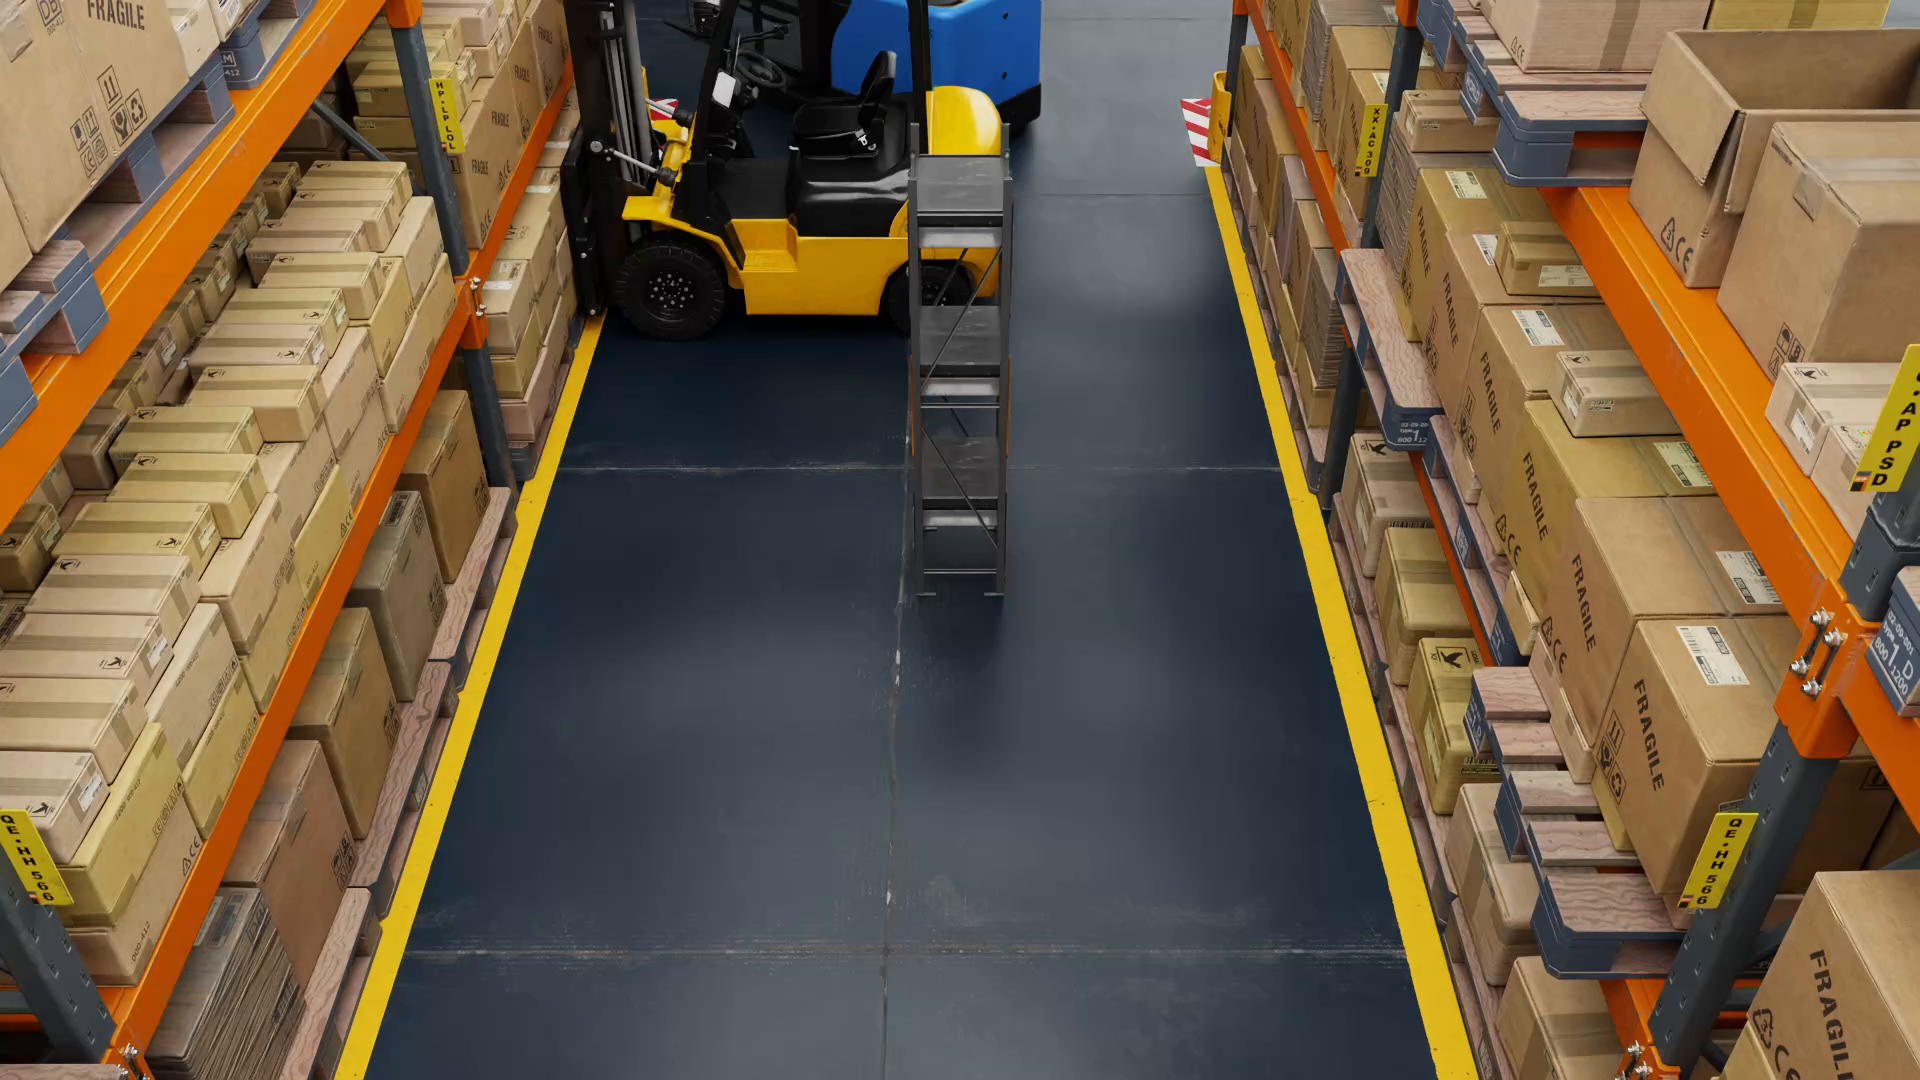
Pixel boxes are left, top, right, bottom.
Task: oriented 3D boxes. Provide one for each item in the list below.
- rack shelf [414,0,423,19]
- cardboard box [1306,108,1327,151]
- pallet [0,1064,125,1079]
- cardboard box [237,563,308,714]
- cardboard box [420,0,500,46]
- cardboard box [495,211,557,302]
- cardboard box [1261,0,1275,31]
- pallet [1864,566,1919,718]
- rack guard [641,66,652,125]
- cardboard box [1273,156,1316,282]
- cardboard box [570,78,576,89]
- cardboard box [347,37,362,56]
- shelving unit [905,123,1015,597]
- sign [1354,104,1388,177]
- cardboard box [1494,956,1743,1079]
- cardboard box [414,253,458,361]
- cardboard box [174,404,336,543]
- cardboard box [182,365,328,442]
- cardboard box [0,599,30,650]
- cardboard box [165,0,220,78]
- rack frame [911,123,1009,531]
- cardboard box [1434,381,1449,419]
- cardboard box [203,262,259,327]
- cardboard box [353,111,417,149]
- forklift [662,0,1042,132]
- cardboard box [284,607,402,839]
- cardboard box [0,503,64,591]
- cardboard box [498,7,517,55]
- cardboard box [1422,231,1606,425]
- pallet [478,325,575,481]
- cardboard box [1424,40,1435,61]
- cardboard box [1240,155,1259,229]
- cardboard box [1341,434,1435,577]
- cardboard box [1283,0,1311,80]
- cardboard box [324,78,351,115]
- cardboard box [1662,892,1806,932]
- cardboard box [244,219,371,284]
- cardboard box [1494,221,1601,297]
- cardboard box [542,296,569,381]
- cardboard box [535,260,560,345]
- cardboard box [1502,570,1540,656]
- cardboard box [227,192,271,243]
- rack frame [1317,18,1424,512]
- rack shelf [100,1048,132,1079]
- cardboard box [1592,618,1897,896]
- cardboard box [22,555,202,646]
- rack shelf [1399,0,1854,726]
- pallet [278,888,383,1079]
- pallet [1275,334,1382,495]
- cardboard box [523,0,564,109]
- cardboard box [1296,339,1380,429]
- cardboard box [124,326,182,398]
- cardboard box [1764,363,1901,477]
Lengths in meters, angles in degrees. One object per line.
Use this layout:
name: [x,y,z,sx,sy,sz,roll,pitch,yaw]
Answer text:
rack shelf: [-2.689,-3.483,8.120,1.077,0.370,4.000,0,39,0]
cardboard box: [1.967,-2.086,8.401,0.380,0.149,0.250,-1,39,-1]
pallet: [-2.611,1.658,3.682,1.213,0.211,1.003,0,39,0]
cardboard box: [-2.442,0.303,5.338,0.500,0.250,0.500,-1,39,-2]
cardboard box: [-2.388,-2.434,7.798,0.380,0.149,0.250,1,39,1]
cardboard box: [-2.364,-1.446,8.465,0.500,0.250,0.500,0,39,0]
cardboard box: [1.953,-3.057,9.612,0.380,0.149,0.250,1,39,1]
pallet: [2.335,0.459,2.777,1.213,0.211,1.003,2,39,2]
rack guard: [-2.692,-2.883,11.194,1.175,0.500,0.348,0,39,0]
cardboard box: [2.004,-1.739,9.030,0.500,0.500,0.500,2,39,2]
cardboard box: [-2.373,-2.718,10.052,0.500,0.250,0.500,1,39,1]
cardboard box: [-2.962,-2.273,7.596,0.380,0.149,0.250,0,39,0]
shelving unit: [0.000,-0.716,7.210,0.431,2.100,0.503,0,39,0]
sign: [1.734,-1.681,7.002,0.100,0.325,0.005,0,39,0]
cardboard box: [2.291,1.661,5.289,0.950,0.372,0.625,-2,39,-3]
cardboard box: [-2.425,-0.969,6.926,0.500,0.250,0.500,1,39,1]
cardboard box: [-2.446,-0.215,5.585,0.500,0.250,0.500,0,39,1]
cardboard box: [-2.356,-0.456,5.568,0.380,0.149,0.250,-1,39,-1]
cardboard box: [-2.963,0.422,4.790,0.500,0.250,0.500,0,39,0]
cardboard box: [-2.381,-1.448,4.790,0.380,0.149,0.250,0,39,-1]
rack frame: [0.000,-0.868,7.400,0.400,2.100,0.015,0,39,0]
cardboard box: [1.988,-0.574,6.178,0.380,0.149,0.250,1,39,1]
cardboard box: [-2.952,-0.847,6.374,0.500,0.250,0.500,0,39,-1]
cardboard box: [-2.424,-1.834,7.287,0.380,0.149,0.250,-1,39,-1]
forklift: [-0.887,-4.432,11.183,3.031,2.935,1.130,28,47,31]
cardboard box: [-2.679,0.702,6.284,0.875,0.625,0.625,-2,39,-2]
cardboard box: [-2.929,0.021,4.972,0.380,0.149,0.250,0,39,0]
cardboard box: [-2.379,-2.477,8.090,0.380,0.149,0.250,0,39,-1]
cardboard box: [1.978,-0.752,5.881,0.500,0.500,0.500,0,39,0]
pallet: [-2.646,-0.752,8.765,1.003,0.211,1.213,0,39,0]
cardboard box: [2.514,-2.488,7.585,0.700,0.500,0.500,0,39,0]
cardboard box: [1.989,-2.117,10.101,0.500,0.250,0.500,1,39,2]
cardboard box: [2.280,-0.159,7.561,0.950,0.372,0.625,0,39,1]
cardboard box: [2.010,-2.748,8.708,0.500,0.500,0.500,-1,39,-1]
cardboard box: [-2.979,-1.992,7.484,0.380,0.149,0.250,-1,39,-1]
cardboard box: [2.046,0.882,4.361,0.380,0.149,0.250,1,39,2]
cardboard box: [-2.499,-1.107,6.379,0.380,0.149,0.250,0,39,0]
cardboard box: [2.028,-0.947,5.606,0.380,0.149,0.250,2,39,2]
cardboard box: [-2.373,-1.054,8.775,0.500,0.250,0.500,-1,39,-1]
cardboard box: [-2.381,-1.246,8.615,0.500,0.250,0.500,0,39,0]
cardboard box: [1.921,0.228,5.178,0.380,0.149,0.250,1,39,1]
cardboard box: [-2.953,-1.247,6.554,0.380,0.149,0.250,-1,39,-2]
rack frame: [2.277,-1.348,7.279,1.000,3.000,0.127,0,39,0]
rack shelf: [-2.680,2.690,2.815,1.077,0.370,4.000,0,39,0]
cardboard box: [2.003,0.550,4.257,0.500,0.500,0.500,-1,39,-1]
cardboard box: [-2.429,0.176,4.778,0.380,0.149,0.250,0,39,0]
rack shelf: [2.279,-0.987,5.006,1.077,0.370,4.000,0,39,0]
pallet: [-2.644,1.732,5.665,1.003,0.211,1.213,0,39,0]
pallet: [2.241,-0.680,8.675,1.003,0.211,1.213,0,39,0]
cardboard box: [-2.425,-2.616,8.781,0.500,0.500,0.500,0,39,0]
cardboard box: [2.007,-0.809,8.469,0.500,0.250,0.500,2,39,2]
cardboard box: [-2.953,-0.617,5.769,0.380,0.149,0.250,0,39,0]
cardboard box: [2.062,-0.272,3.738,0.380,0.149,0.250,0,39,0]
